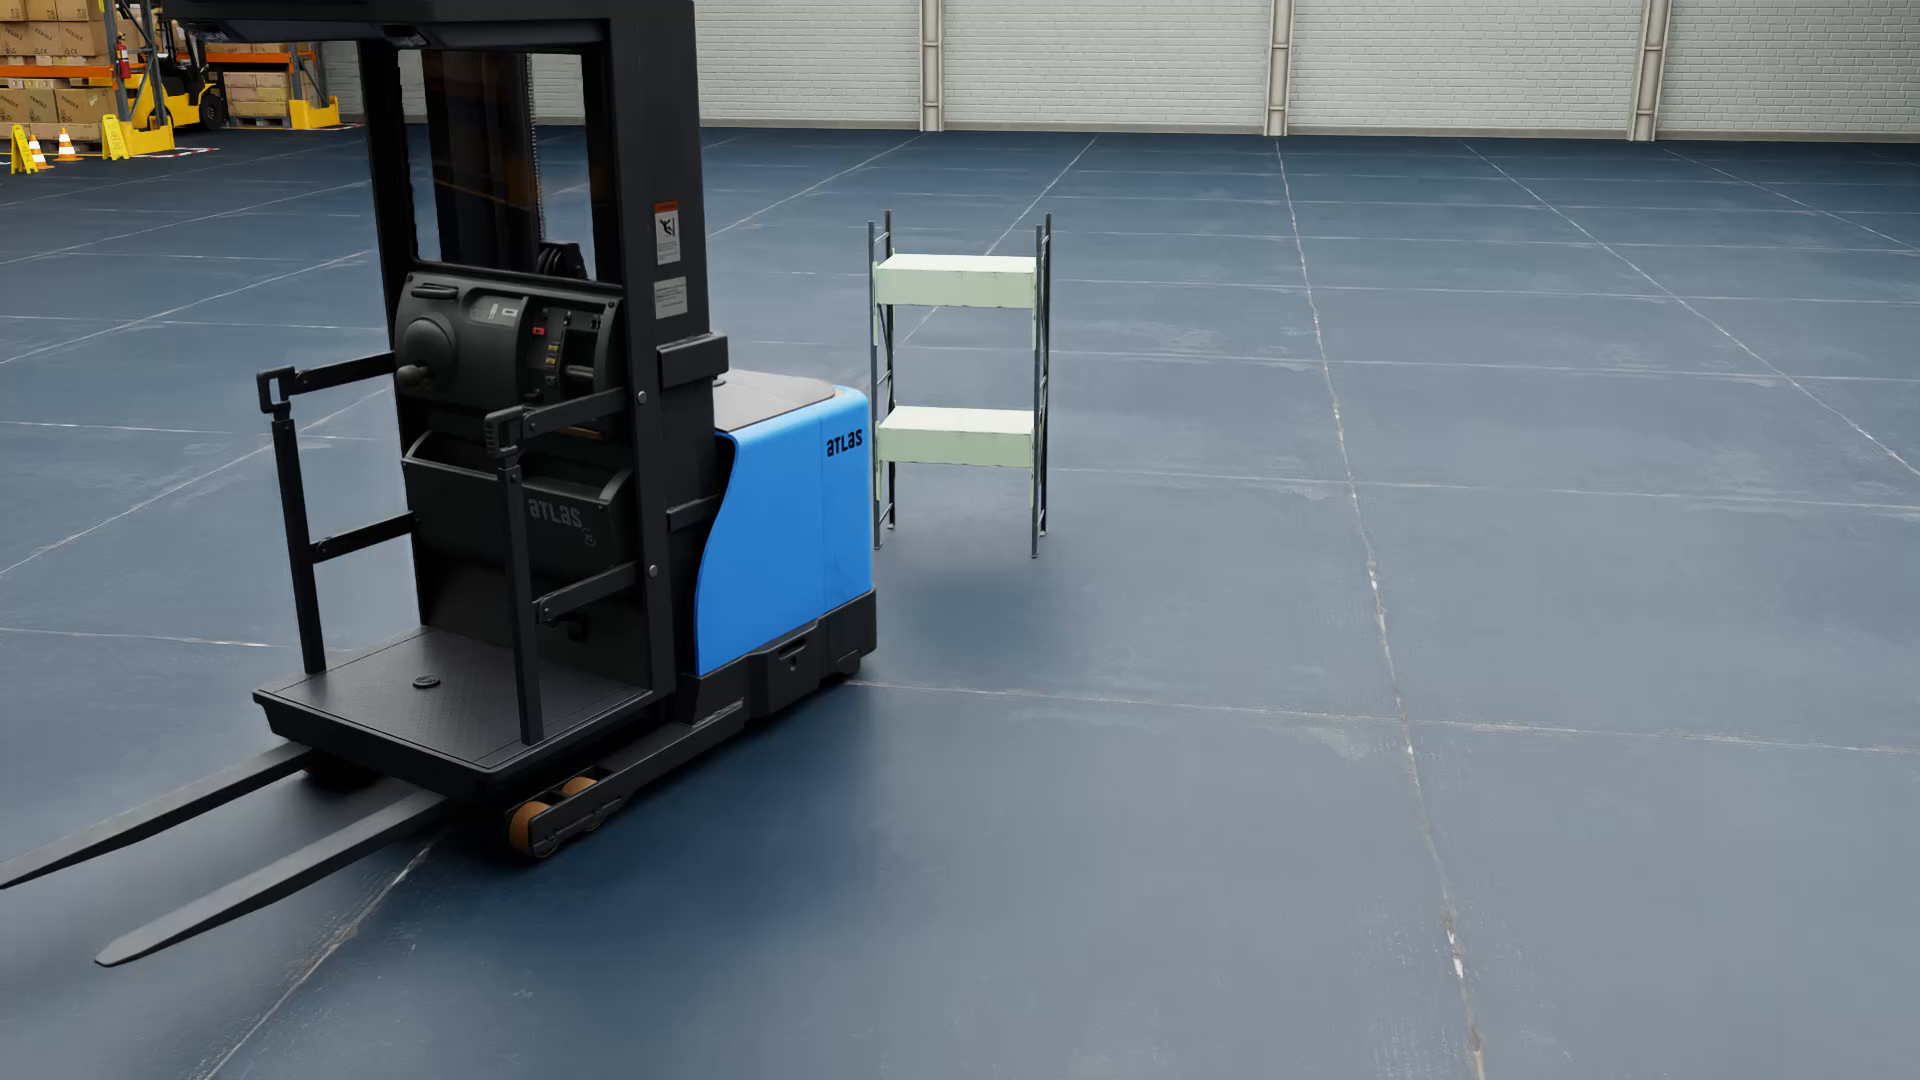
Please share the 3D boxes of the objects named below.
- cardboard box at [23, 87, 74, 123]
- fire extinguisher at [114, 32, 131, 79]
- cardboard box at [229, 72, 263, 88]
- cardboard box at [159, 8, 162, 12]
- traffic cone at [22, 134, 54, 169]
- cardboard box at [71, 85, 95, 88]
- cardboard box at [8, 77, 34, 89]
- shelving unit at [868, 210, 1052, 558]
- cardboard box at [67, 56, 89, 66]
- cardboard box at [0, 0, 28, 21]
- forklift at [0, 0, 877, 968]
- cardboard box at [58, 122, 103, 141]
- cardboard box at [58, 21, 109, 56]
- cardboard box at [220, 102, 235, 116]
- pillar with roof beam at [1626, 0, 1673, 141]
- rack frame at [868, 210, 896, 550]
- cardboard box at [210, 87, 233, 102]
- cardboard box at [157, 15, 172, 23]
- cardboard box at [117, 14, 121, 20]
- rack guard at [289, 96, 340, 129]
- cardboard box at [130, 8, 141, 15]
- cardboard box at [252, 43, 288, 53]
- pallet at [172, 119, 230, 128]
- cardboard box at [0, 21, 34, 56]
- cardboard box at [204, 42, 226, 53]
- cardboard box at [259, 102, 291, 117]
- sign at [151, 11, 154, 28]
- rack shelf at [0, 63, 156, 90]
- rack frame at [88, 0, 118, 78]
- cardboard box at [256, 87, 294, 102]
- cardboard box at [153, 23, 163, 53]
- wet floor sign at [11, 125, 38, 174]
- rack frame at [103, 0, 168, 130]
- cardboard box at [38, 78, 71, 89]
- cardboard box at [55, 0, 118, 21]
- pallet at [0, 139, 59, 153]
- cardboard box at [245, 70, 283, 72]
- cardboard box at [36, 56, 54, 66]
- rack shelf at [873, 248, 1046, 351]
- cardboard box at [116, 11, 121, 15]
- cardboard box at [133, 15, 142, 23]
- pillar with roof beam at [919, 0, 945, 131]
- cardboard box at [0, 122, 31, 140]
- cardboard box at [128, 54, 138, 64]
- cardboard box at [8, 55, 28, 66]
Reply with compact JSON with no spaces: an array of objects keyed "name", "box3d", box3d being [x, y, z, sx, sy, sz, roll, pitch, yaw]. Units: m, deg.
[{"name":"cardboard box","box3d":[-13.929,-6.672,25.505,0.500,0.500,0.500,4,19,11]},{"name":"fire extinguisher","box3d":[-12.541,-7.250,24.866,0.183,0.674,0.296,3,19,9]},{"name":"cardboard box","box3d":[-12.806,-8.311,30.010,0.500,0.250,0.500,3,19,10]},{"name":"cardboard box","box3d":[-14.194,-9.541,29.941,0.250,0.149,0.380,3,19,8]},{"name":"traffic cone","box3d":[-13.050,-5.486,23.471,0.334,0.463,0.336,3,19,9]},{"name":"cardboard box","box3d":[-13.874,-6.841,26.011,0.500,0.500,0.500,2,19,7]},{"name":"cardboard box","box3d":[-14.294,-6.979,25.401,0.250,0.149,0.380,4,19,11]},{"name":"shelving unit","box3d":[0.007,-0.711,7.564,0.755,1.500,0.431,3,19,9]},{"name":"cardboard box","box3d":[-13.252,-7.248,25.132,0.250,0.149,0.380,3,19,8]},{"name":"cardboard box","box3d":[-14.138,-8.078,25.017,0.500,0.500,0.700,3,19,8]},{"name":"forklift","box3d":[-1.532,-0.610,5.006,1.130,2.935,3.031,11,22,31]},{"name":"cardboard box","box3d":[-13.445,-6.290,25.545,0.500,0.250,0.500,3,19,8]},{"name":"cardboard box","box3d":[-13.160,-7.566,25.063,0.500,0.500,0.500,3,19,8]},{"name":"cardboard box","box3d":[-13.293,-7.868,30.262,0.500,0.250,0.500,3,19,9]},{"name":"pillar with roof beam","box3d":[10.672,-9.598,22.306,0.400,9.000,9.100,3,19,9]},{"name":"rack frame","box3d":[-0.355,-0.729,7.619,0.023,1.500,0.400,3,19,9]},{"name":"cardboard box","box3d":[-13.334,-8.099,30.165,0.500,0.250,0.500,2,19,7]},{"name":"cardboard box","box3d":[-14.214,-9.377,29.920,0.250,0.149,0.380,2,19,7]},{"name":"cardboard box","box3d":[-15.217,-9.437,30.102,0.250,0.149,0.380,3,19,10]},{"name":"rack guard","box3d":[-11.773,-7.806,30.343,0.348,0.500,1.175,3,19,9]},{"name":"cardboard box","box3d":[-14.715,-9.541,29.941,0.250,0.149,0.380,3,19,10]},{"name":"cardboard box","box3d":[-12.325,-8.982,29.763,0.500,0.500,0.500,3,19,7]},{"name":"pallet","box3d":[-13.760,-7.757,30.654,1.213,0.211,1.003,3,19,9]},{"name":"cardboard box","box3d":[-14.147,-7.619,25.221,0.500,0.500,0.500,3,19,8]},{"name":"cardboard box","box3d":[-13.341,-9.037,29.926,0.500,0.500,0.500,3,19,8]},{"name":"cardboard box","box3d":[-12.311,-7.812,30.095,0.500,0.250,0.500,3,19,9]},{"name":"sign","box3d":[-12.495,-8.017,25.673,0.005,0.325,0.100,3,19,9]},{"name":"rack shelf","box3d":[-14.555,-7.196,25.717,4.000,0.370,1.077,3,19,9]},{"name":"rack frame","box3d":[-15.746,-9.193,30.552,0.127,3.000,1.000,3,19,9]},{"name":"cardboard box","box3d":[-12.327,-8.051,30.021,0.500,0.250,0.500,3,19,8]},{"name":"cardboard box","box3d":[-14.333,-9.091,30.087,0.500,0.500,0.500,3,19,8]},{"name":"wet floor sign","box3d":[-12.923,-5.383,22.875,0.232,0.644,0.267,0,19,-1]},{"name":"rack frame","box3d":[-12.581,-7.437,25.302,0.127,3.000,1.000,3,19,9]},{"name":"cardboard box","box3d":[-13.786,-6.951,25.319,0.250,0.149,0.380,3,19,10]},{"name":"cardboard box","box3d":[-13.120,-8.057,24.953,0.500,0.500,0.700,2,19,7]},{"name":"pallet","box3d":[-14.653,-6.232,26.097,1.213,0.211,1.003,3,19,9]},{"name":"cardboard box","box3d":[-12.735,-8.469,30.483,0.500,0.250,0.500,3,19,9]},{"name":"cardboard box","box3d":[-13.760,-7.271,25.201,0.250,0.149,0.380,3,19,10]},{"name":"rack shelf","box3d":[0.007,-1.081,7.440,0.720,0.370,0.431,3,19,9]},{"name":"cardboard box","box3d":[-15.203,-9.601,30.122,0.250,0.149,0.380,3,19,9]},{"name":"cardboard box","box3d":[-14.724,-9.397,29.982,0.250,0.149,0.380,3,19,10]},{"name":"pillar with roof beam","box3d":[-1.176,-10.202,24.111,0.400,9.000,9.100,3,19,9]},{"name":"cardboard box","box3d":[-14.449,-6.342,25.700,0.500,0.250,0.500,2,19,7]},{"name":"cardboard box","box3d":[-12.883,-7.400,25.587,0.250,0.149,0.380,3,19,9]},{"name":"cardboard box","box3d":[-14.258,-7.312,25.325,0.250,0.149,0.380,3,19,8]}]
